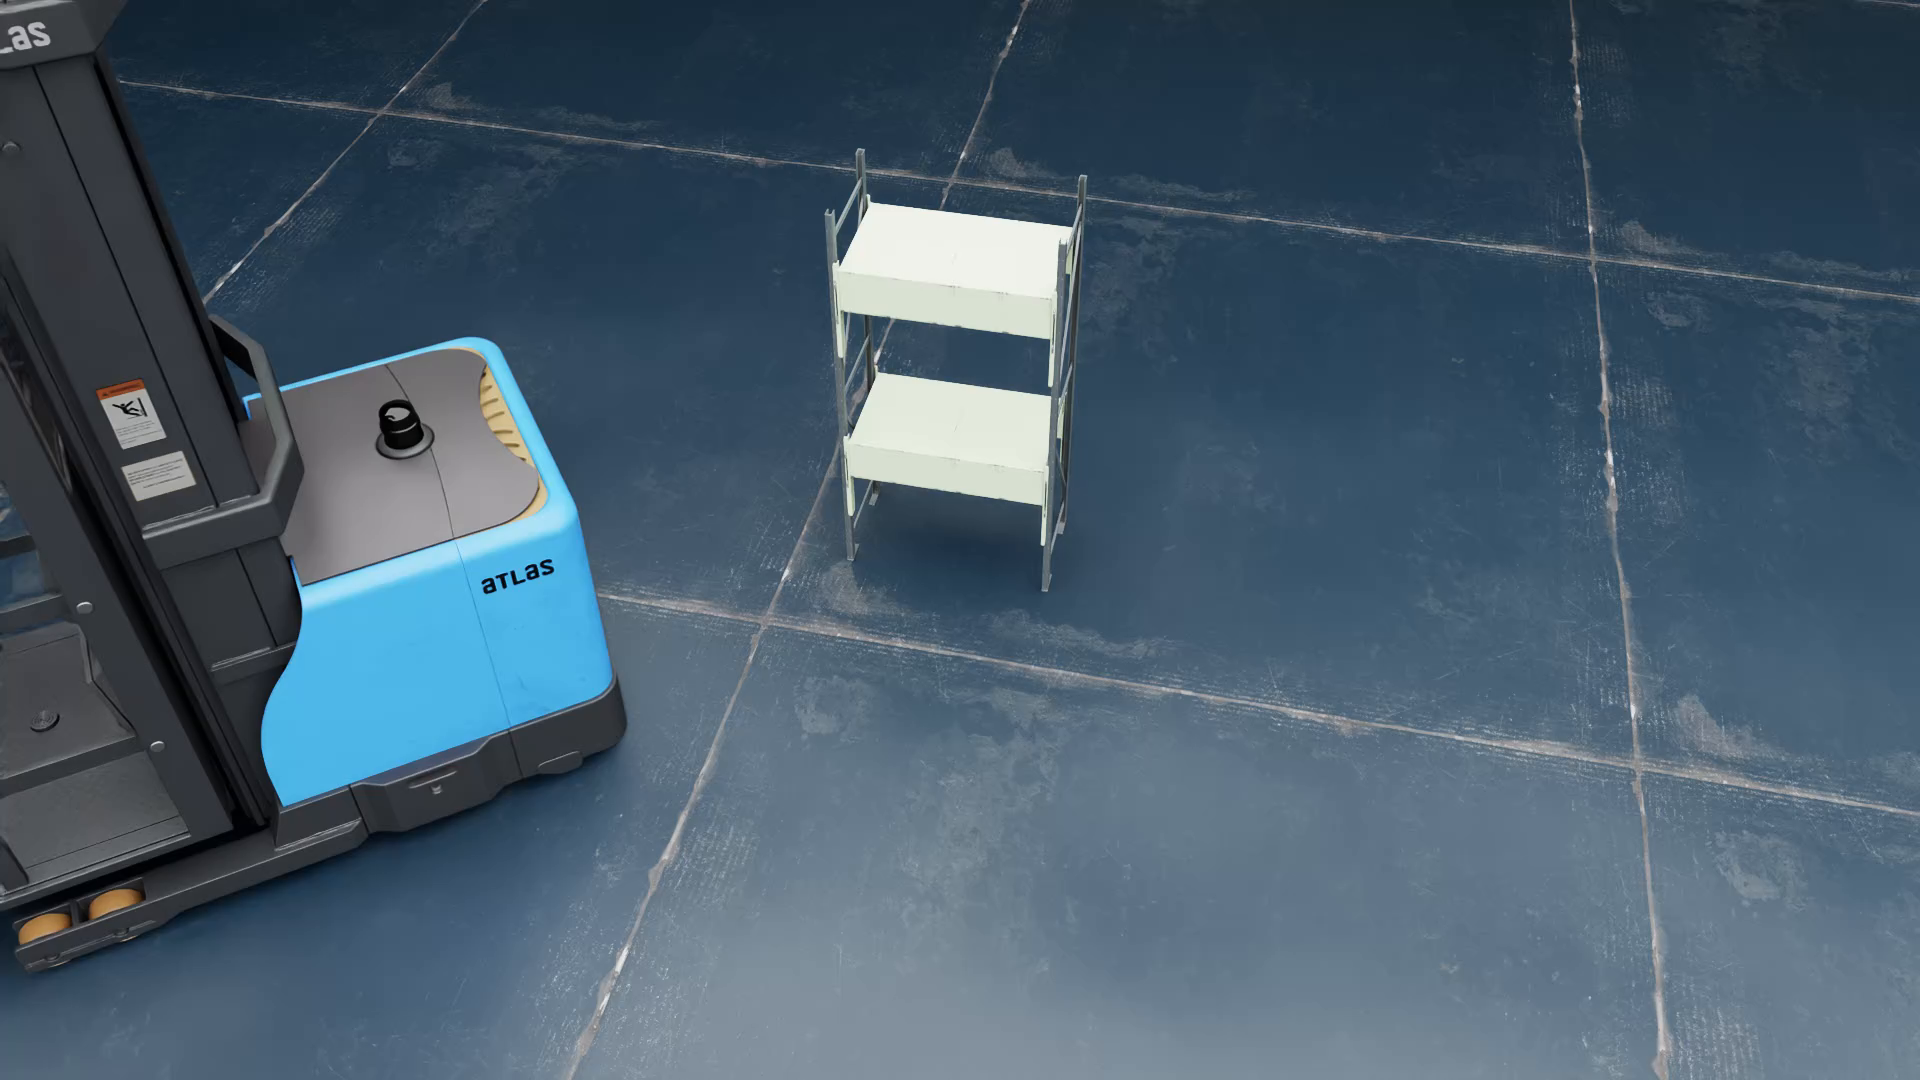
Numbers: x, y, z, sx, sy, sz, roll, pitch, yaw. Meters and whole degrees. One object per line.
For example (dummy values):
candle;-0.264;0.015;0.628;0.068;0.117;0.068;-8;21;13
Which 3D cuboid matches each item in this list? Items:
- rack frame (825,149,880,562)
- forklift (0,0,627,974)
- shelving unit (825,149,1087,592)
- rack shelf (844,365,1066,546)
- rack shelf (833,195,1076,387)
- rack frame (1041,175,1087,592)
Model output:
rack frame;-0.364;-0.597;5.789;0.023;1.500;0.400;9;45;9
forklift;-2.656;-0.211;4.356;3.031;2.935;1.130;-19;47;-19
shelving unit;-0.007;-0.541;5.731;0.755;1.500;0.431;9;45;9
rack shelf;-0.007;-0.306;5.957;0.720;0.370;0.431;9;45;9
rack shelf;-0.007;-0.823;5.460;0.720;0.370;0.431;9;45;9
rack frame;0.351;-0.486;5.673;0.023;1.500;0.400;9;45;9
